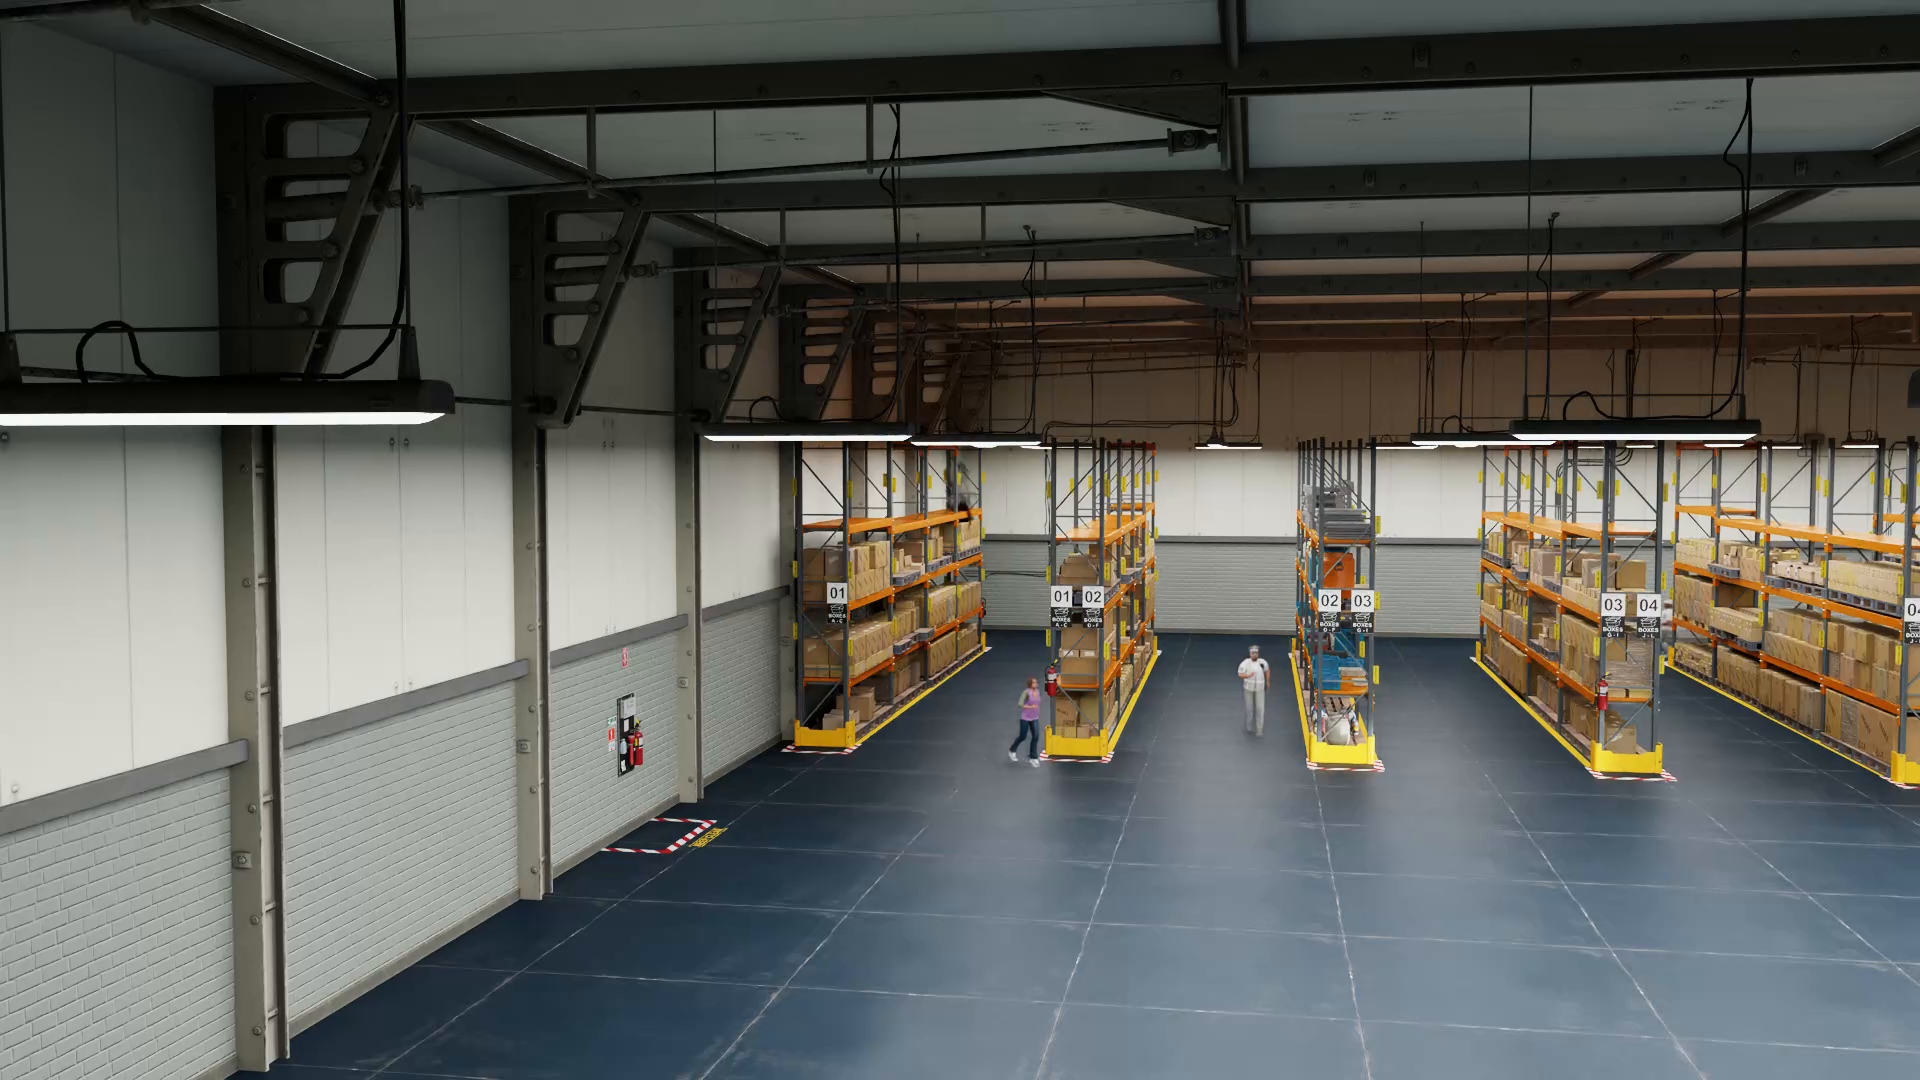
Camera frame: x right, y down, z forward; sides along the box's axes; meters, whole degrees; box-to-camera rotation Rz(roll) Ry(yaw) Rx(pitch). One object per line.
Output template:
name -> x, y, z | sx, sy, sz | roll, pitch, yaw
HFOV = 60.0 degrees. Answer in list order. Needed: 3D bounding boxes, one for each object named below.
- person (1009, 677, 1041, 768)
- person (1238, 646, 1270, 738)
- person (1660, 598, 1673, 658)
person -> 1.267, 3.306, 30.453 | 0.541, 1.611, 0.778 | -2, 4, -36
person -> 5.964, 3.037, 33.706 | 0.649, 1.812, 0.913 | 0, 3, 6
person -> 19.439, 2.447, 45.978 | 0.581, 1.719, 0.802 | 1, 3, 25
